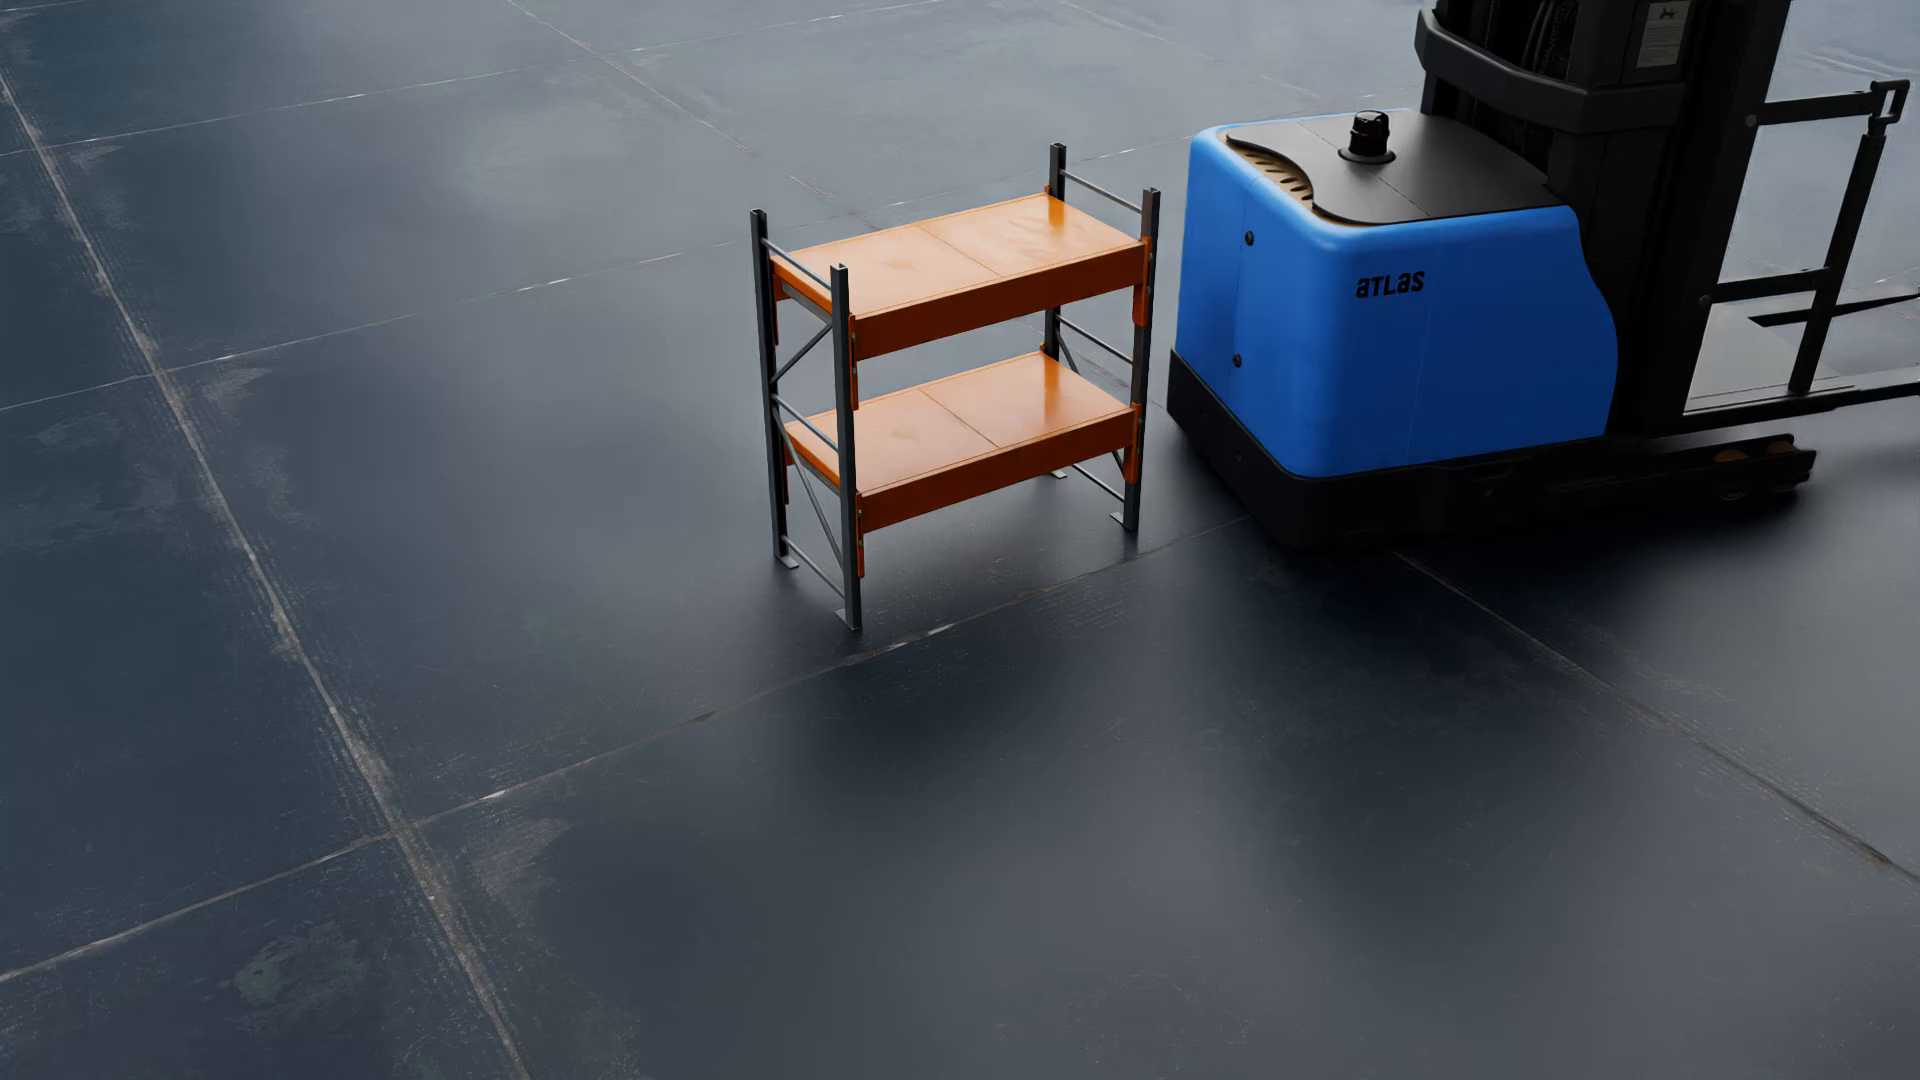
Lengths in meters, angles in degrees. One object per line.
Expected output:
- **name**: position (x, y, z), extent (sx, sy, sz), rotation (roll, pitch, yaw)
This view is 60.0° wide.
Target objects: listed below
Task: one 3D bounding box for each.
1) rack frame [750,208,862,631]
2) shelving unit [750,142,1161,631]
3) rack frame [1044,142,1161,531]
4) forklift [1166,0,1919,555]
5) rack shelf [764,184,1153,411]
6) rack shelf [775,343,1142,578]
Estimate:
- **rack frame**: position (-0.433, -0.327, 4.714), extent (0.032, 1.125, 0.500), rotation (-19, 37, -27)
- **shelving unit**: position (-0.006, -0.474, 4.947), extent (1.048, 1.125, 0.538), rotation (-19, 37, -27)
- **rack frame**: position (0.422, -0.621, 5.180), extent (0.032, 1.125, 0.500), rotation (-19, 37, -27)
- **forklift**: position (2.300, -1.630, 5.087), extent (3.031, 2.935, 1.130), rotation (-9, 33, -14)
- **rack shelf**: position (-0.006, -0.721, 4.791), extent (1.000, 0.278, 0.538), rotation (-19, 37, -27)
- **rack shelf**: position (-0.006, -0.267, 5.077), extent (1.000, 0.278, 0.538), rotation (-19, 37, -27)
